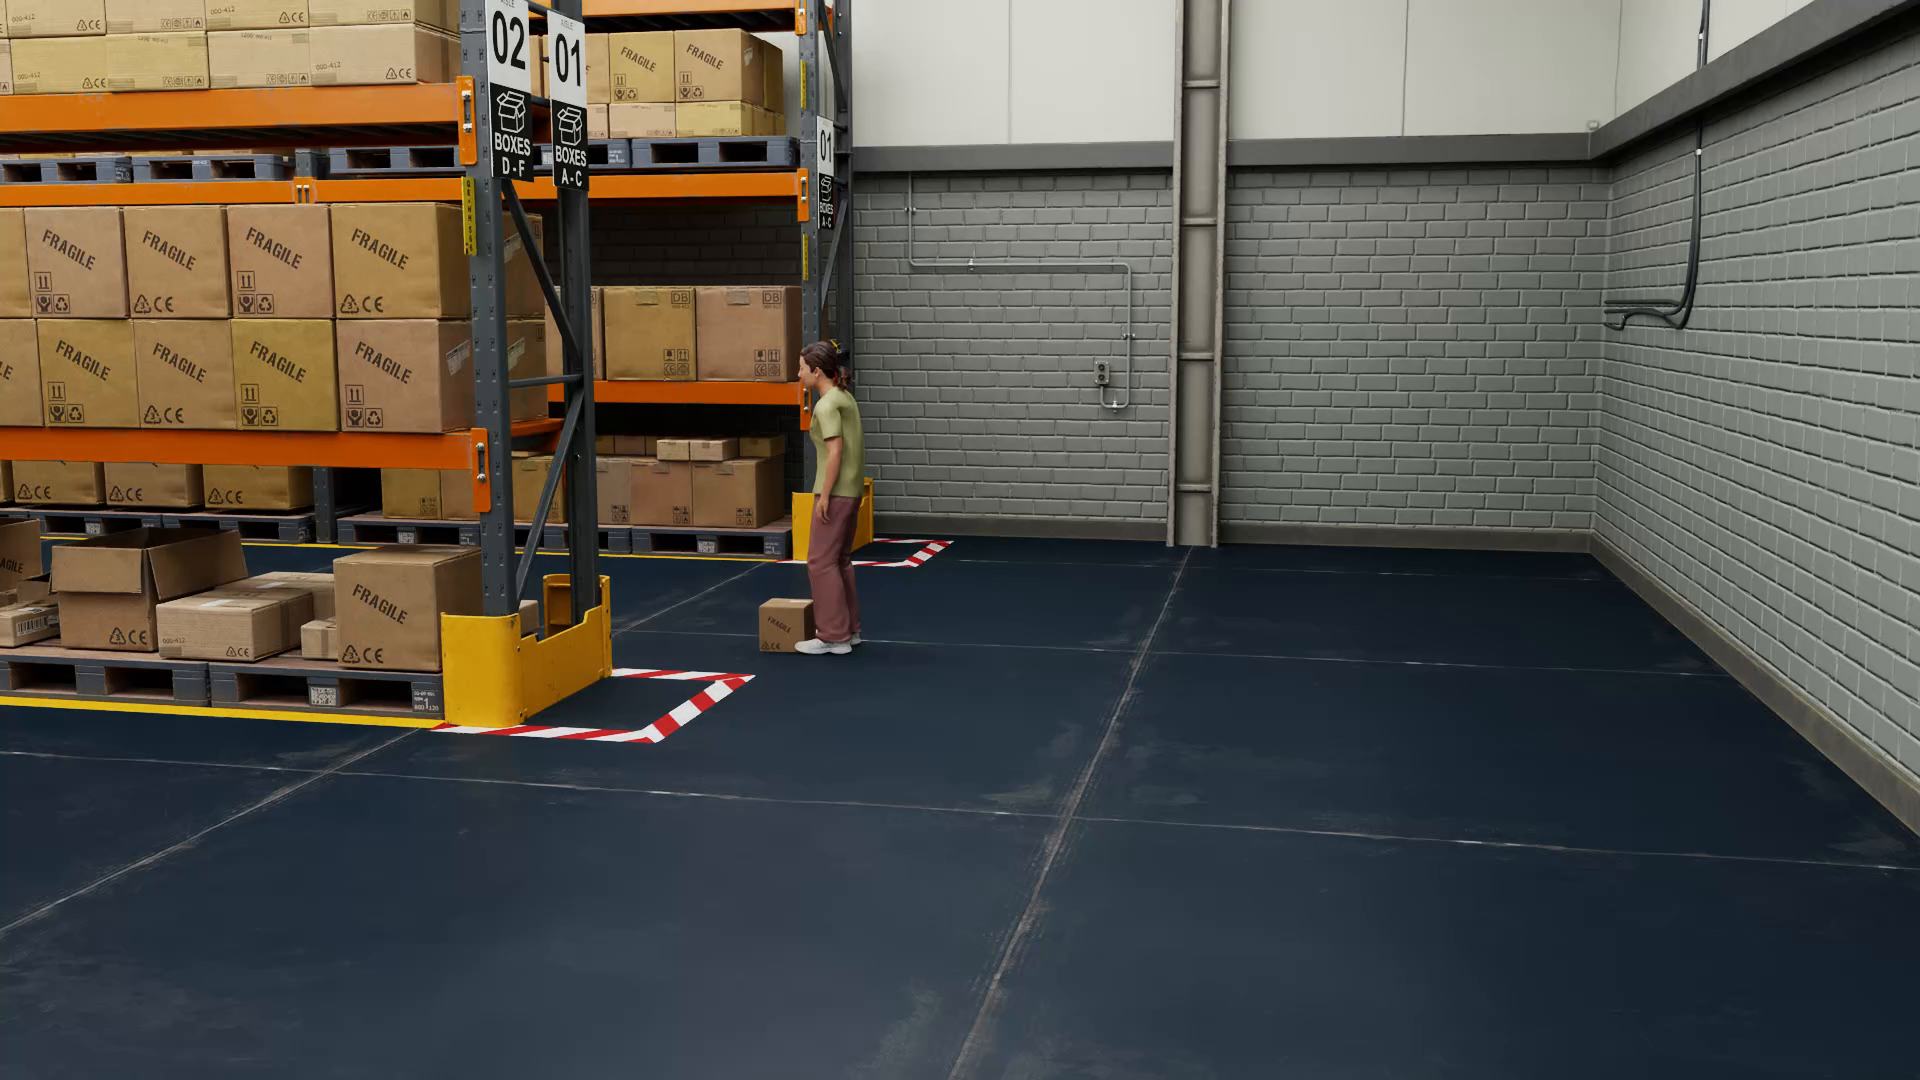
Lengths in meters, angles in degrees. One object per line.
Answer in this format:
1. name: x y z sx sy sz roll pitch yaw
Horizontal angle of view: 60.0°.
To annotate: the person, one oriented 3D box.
1. person: -0.697 -0.230 8.956 0.365 1.671 0.515 1 8 8
